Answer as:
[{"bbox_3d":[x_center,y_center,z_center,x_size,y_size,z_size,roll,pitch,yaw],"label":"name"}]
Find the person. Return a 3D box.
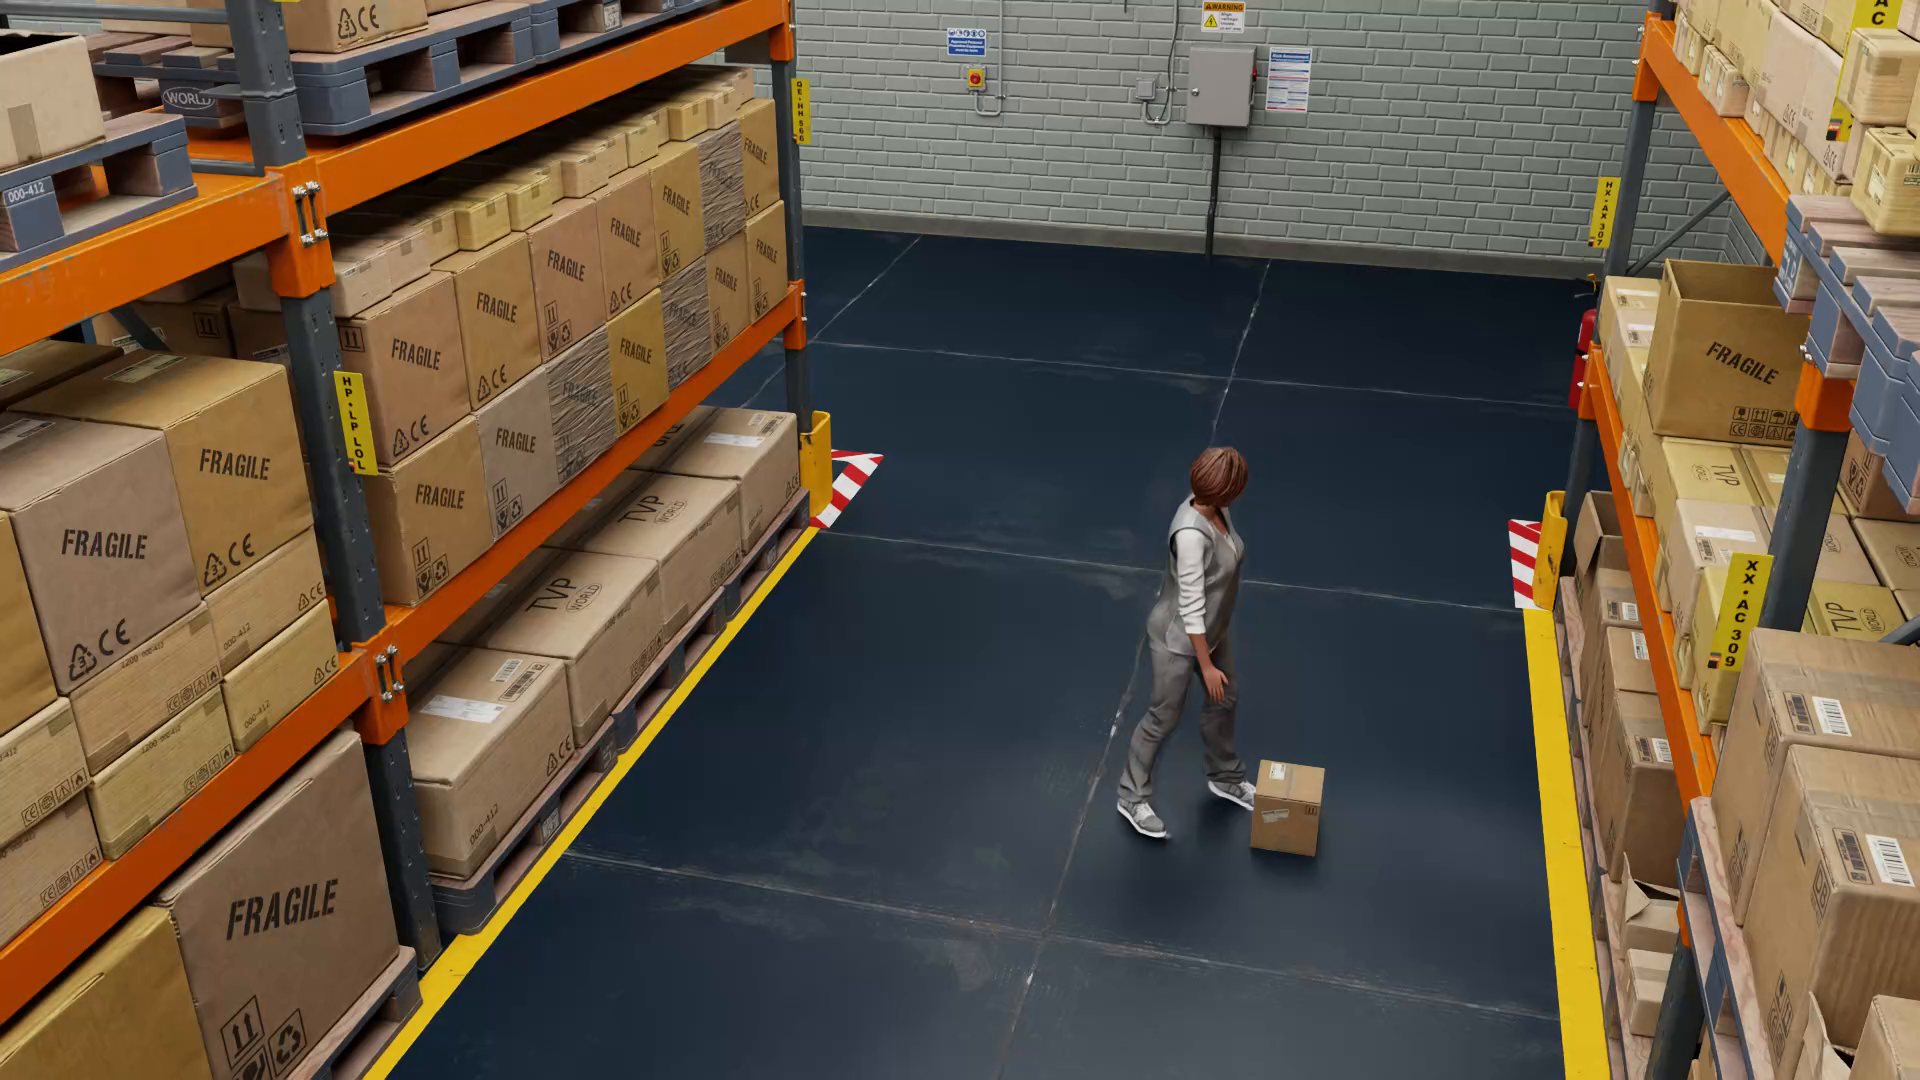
[{"bbox_3d":[0.915,0.392,6.316,0.538,1.606,0.518,14,29,27],"label":"person"}]
